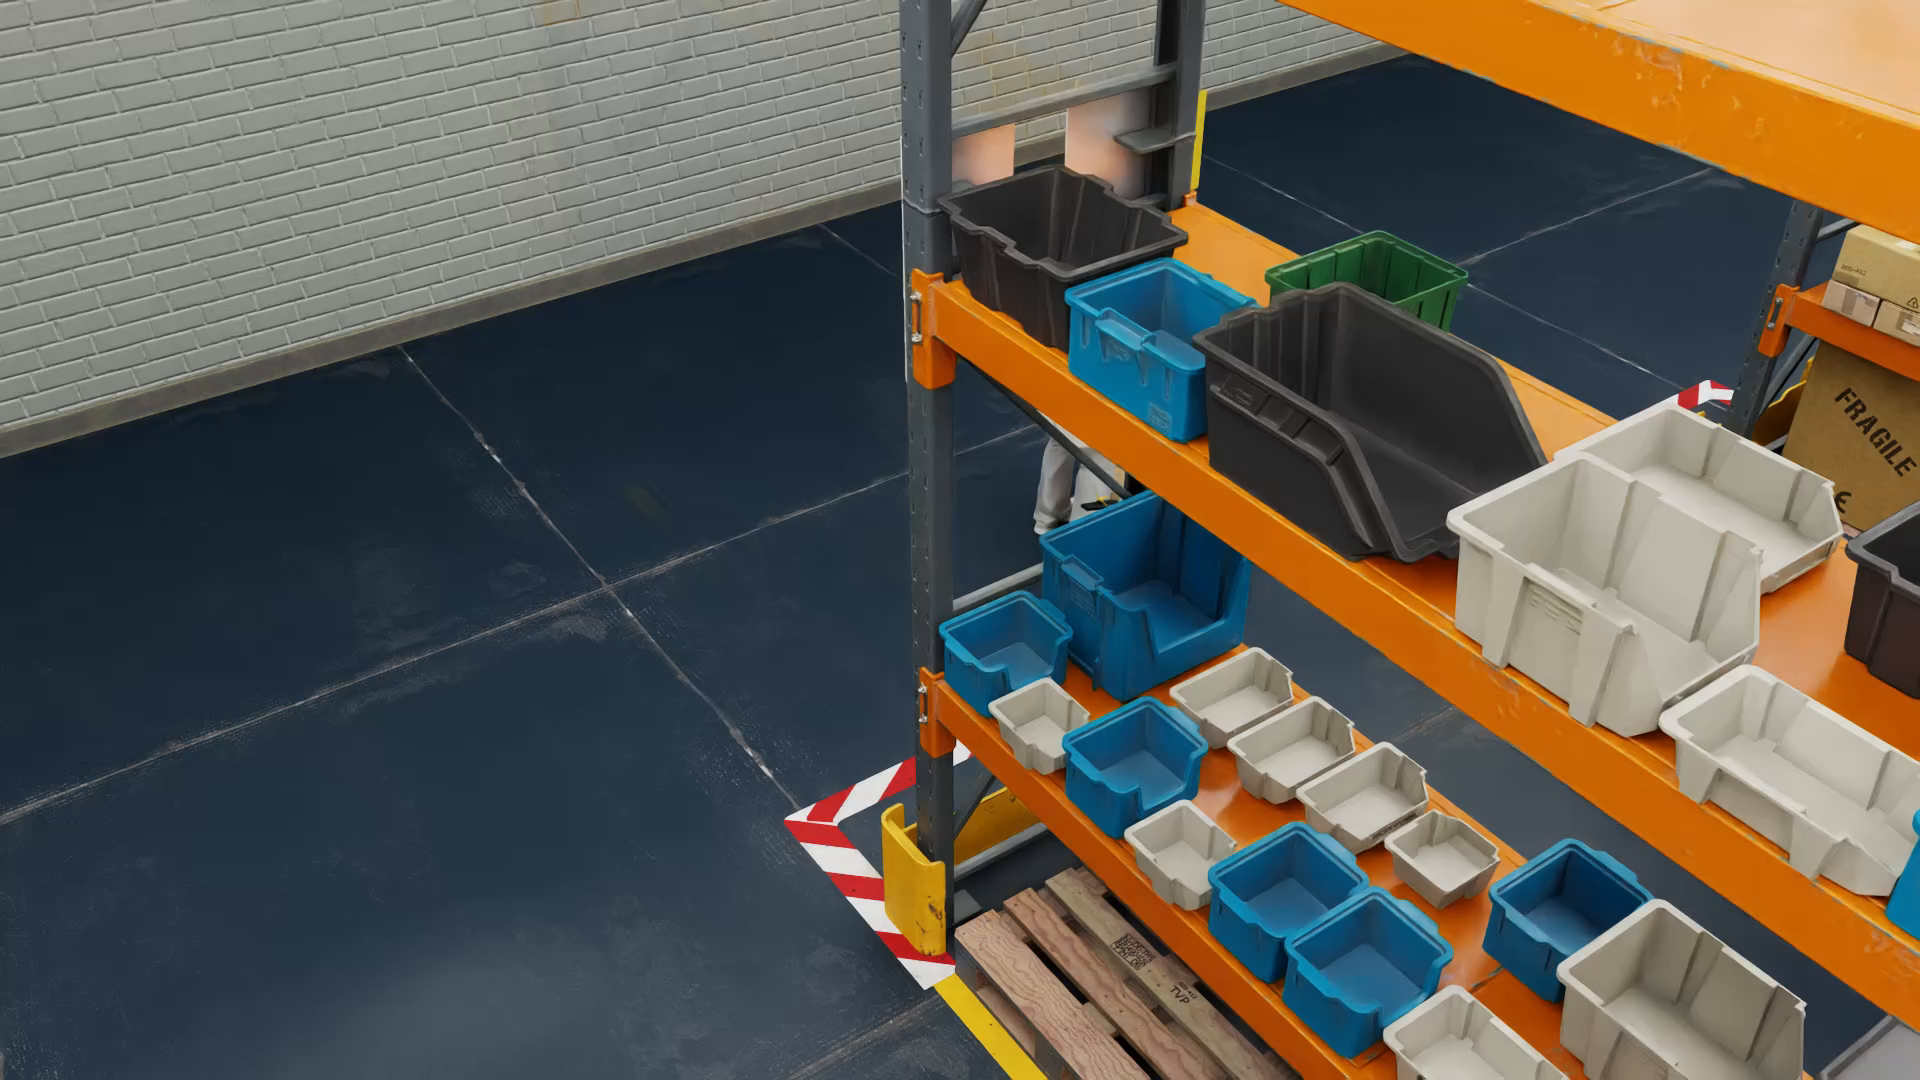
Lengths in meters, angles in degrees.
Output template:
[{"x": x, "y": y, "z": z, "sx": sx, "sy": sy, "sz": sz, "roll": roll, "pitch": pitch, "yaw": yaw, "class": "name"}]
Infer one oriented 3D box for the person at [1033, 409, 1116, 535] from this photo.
[{"x": 0.579, "y": -0.759, "z": 8.066, "sx": 0.415, "sy": 1.773, "sz": 0.631, "roll": -24, "pitch": 42, "yaw": -29, "class": "person"}]
